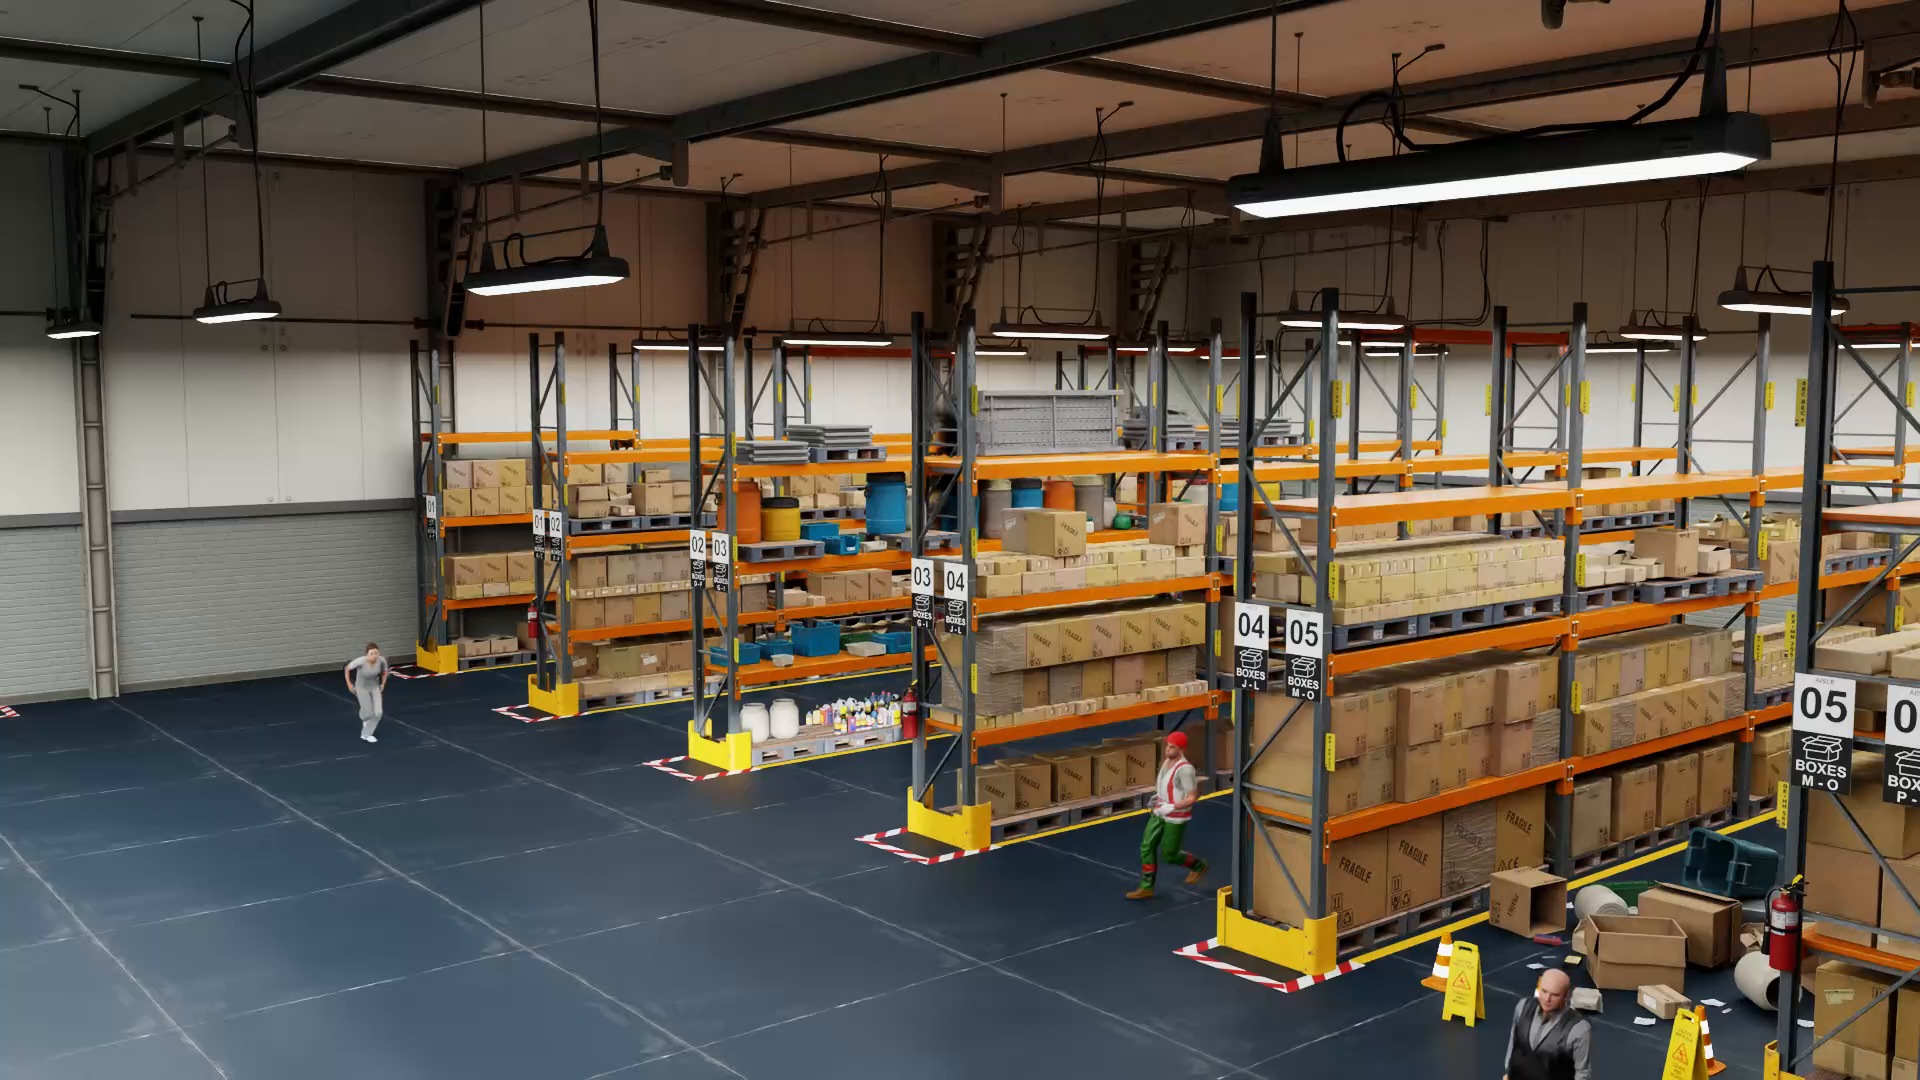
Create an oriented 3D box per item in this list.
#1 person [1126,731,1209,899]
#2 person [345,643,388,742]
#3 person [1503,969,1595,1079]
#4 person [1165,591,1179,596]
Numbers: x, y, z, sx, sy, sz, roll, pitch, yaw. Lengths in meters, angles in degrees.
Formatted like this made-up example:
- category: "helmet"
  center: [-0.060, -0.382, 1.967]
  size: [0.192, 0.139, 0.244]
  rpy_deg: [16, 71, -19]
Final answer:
- category: "person"
  center: [2.161, 2.752, 16.654]
  size: [0.875, 1.736, 0.726]
  rpy_deg: [-2, 6, -24]
- category: "person"
  center: [-8.627, 2.202, 24.148]
  size: [0.582, 1.490, 0.819]
  rpy_deg: [-3, 6, -33]
- category: "person"
  center: [3.475, 3.386, 10.035]
  size: [0.710, 1.679, 0.681]
  rpy_deg: [5, 7, 43]
- category: "person"
  center: [4.354, 1.283, 33.101]
  size: [0.612, 1.660, 0.939]
  rpy_deg: [4, 7, 40]
